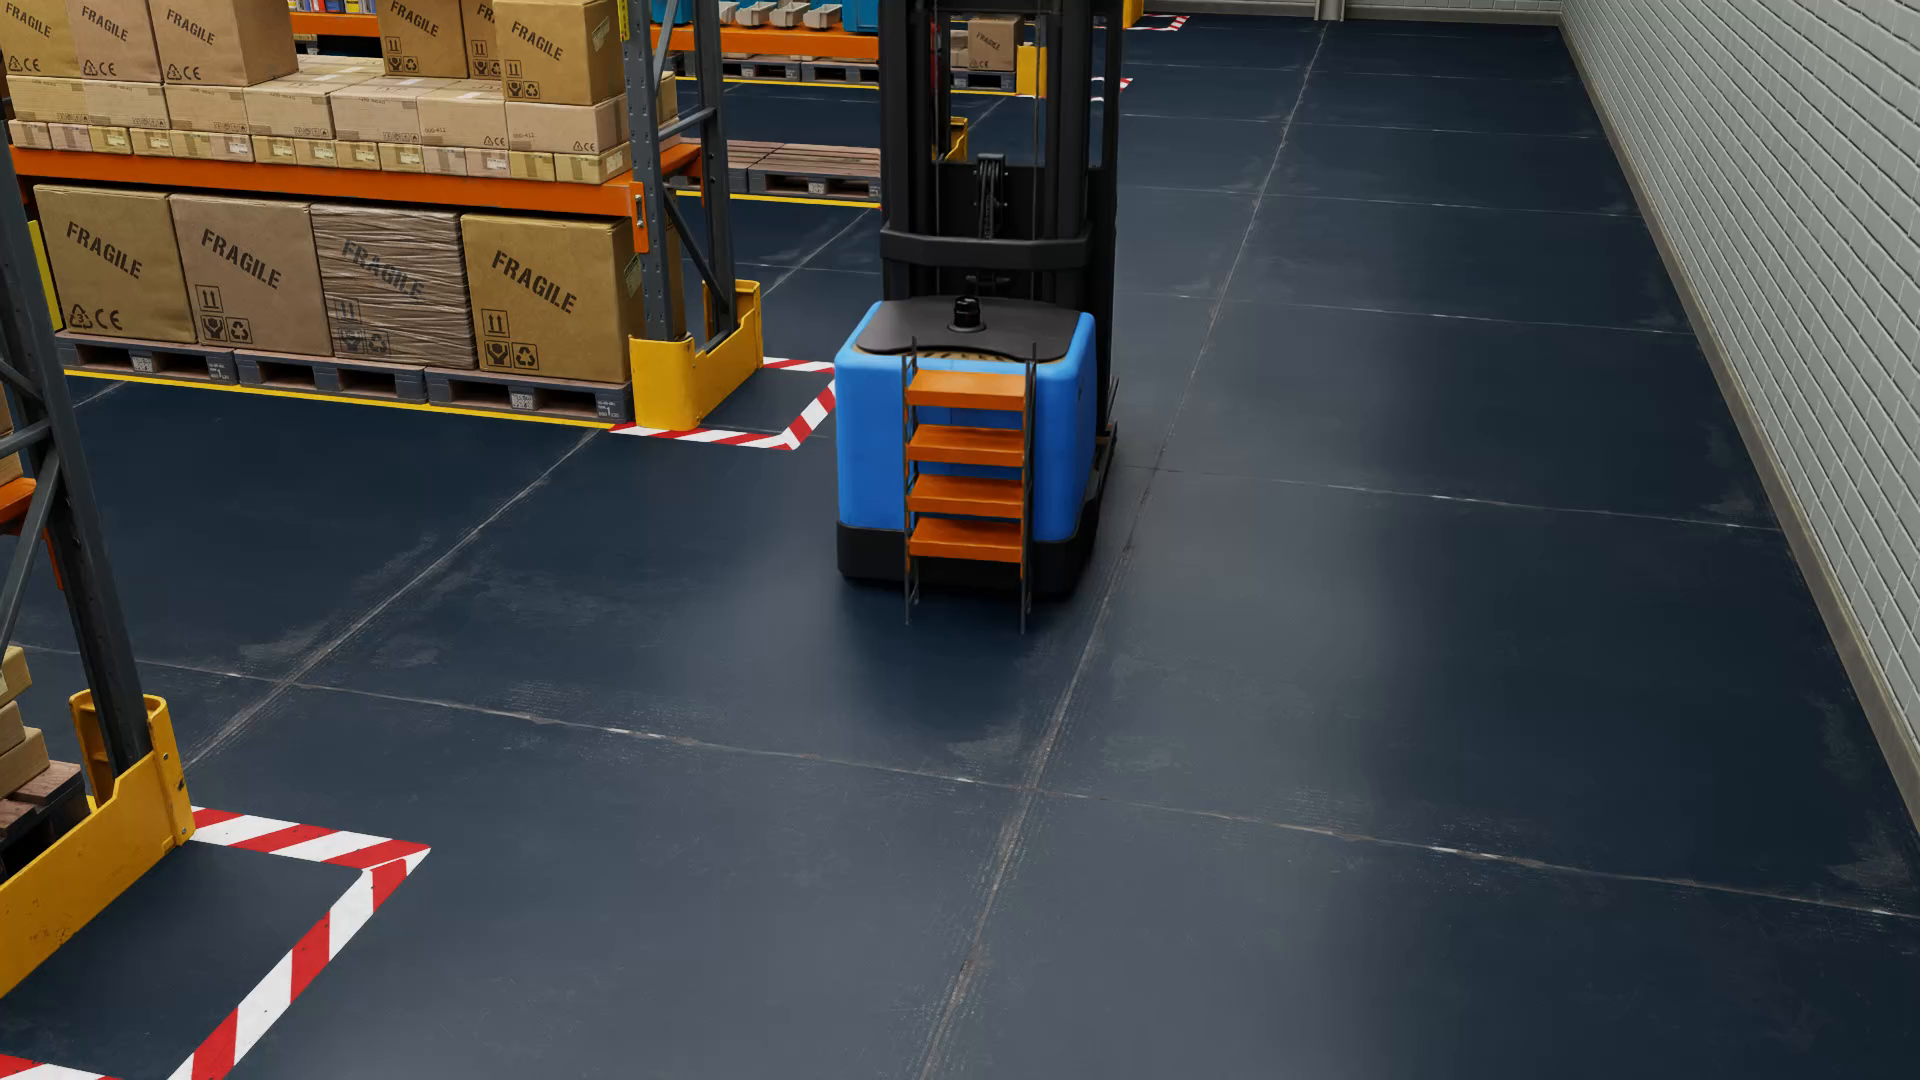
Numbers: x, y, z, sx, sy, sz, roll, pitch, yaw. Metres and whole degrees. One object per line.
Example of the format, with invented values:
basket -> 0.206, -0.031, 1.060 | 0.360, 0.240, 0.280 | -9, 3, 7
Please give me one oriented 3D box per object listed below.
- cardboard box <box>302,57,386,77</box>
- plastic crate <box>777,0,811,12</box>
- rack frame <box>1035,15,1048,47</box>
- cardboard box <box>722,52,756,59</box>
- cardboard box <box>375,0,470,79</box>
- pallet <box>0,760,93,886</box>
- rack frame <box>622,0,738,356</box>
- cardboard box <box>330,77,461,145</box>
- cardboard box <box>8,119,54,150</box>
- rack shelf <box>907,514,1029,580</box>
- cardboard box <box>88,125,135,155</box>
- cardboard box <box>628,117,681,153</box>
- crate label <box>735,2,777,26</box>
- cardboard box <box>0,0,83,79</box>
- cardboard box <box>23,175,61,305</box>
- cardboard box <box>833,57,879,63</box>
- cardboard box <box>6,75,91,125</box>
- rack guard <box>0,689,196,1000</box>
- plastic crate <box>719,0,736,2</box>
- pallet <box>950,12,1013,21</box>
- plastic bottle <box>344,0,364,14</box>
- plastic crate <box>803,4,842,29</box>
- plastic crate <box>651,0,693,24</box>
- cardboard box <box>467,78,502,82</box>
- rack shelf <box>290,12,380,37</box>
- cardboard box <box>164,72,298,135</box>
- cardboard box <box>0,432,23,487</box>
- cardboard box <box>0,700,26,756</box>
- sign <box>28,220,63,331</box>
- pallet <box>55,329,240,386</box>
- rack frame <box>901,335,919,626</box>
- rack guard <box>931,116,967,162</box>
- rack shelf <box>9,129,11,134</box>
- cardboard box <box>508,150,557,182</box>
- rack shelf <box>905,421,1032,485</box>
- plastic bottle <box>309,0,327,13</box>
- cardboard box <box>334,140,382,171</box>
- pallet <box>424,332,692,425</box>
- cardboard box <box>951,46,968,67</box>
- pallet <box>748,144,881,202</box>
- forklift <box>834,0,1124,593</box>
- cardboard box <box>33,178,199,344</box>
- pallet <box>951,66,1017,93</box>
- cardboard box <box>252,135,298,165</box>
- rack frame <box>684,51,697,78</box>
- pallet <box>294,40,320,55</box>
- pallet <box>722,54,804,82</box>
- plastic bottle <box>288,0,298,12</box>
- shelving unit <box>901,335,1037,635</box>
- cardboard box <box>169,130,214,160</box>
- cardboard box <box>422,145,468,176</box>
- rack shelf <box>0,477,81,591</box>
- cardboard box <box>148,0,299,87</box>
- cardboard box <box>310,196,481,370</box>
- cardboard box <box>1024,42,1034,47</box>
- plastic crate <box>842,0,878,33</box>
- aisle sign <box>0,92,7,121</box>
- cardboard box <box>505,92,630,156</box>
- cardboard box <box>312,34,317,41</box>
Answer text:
cardboard box -> -3.390, -2.591, 9.531 | 0.500, 0.250, 0.500 | 6, 26, 12
plastic crate -> -1.365, -4.474, 13.894 | 0.298, 0.136, 0.250 | 6, 26, 13
rack frame -> 0.976, -6.322, 17.540 | 0.127, 3.000, 1.000 | 6, 26, 13
cardboard box -> -2.545, -5.600, 18.639 | 0.500, 0.311, 0.500 | 6, 26, 13
cardboard box -> -2.880, -2.874, 9.253 | 0.500, 0.500, 0.500 | 6, 26, 12
pallet -> -3.680, 1.005, 5.394 | 1.213, 0.211, 1.003 | 6, 26, 13
rack frame -> -1.495, -2.199, 8.878 | 0.127, 3.000, 1.000 | 6, 26, 13
cardboard box -> -3.014, -2.315, 8.952 | 0.500, 0.250, 0.500 | 5, 26, 11
cardboard box -> -5.165, -2.343, 9.475 | 0.250, 0.149, 0.380 | 6, 26, 13
rack shelf -> 0.039, 0.026, 6.917 | 0.480, 0.148, 0.258 | 4, 26, 8
cardboard box -> -4.655, -2.287, 9.357 | 0.250, 0.149, 0.380 | 7, 26, 15
cardboard box -> -1.756, -2.261, 9.301 | 0.250, 0.149, 0.380 | 7, 26, 14
crate label -> -1.649, -4.237, 13.397 | 0.243, 0.136, 0.396 | 6, 26, 13
cardboard box -> -4.969, -2.874, 9.254 | 0.500, 0.500, 0.500 | 6, 26, 13
cardboard box -> -5.994, -1.917, 10.271 | 0.875, 0.875, 1.225 | 6, 26, 13
cardboard box -> -1.077, -5.623, 18.464 | 0.637, 0.503, 0.797 | 6, 26, 13
cardboard box -> -4.979, -2.534, 9.412 | 0.500, 0.250, 0.500 | 6, 26, 12
rack guard -> -2.902, 0.976, 5.118 | 0.348, 0.500, 1.175 | 6, 26, 13
plastic crate -> -1.984, -4.549, 13.940 | 0.300, 0.233, 0.416 | 6, 26, 13
pallet -> 0.234, -7.310, 22.860 | 1.213, 0.211, 1.003 | 6, 26, 13
plastic bottle -> -5.107, -4.629, 14.040 | 0.185, 0.351, 0.144 | 6, 26, 13
plastic crate -> -1.096, -4.181, 13.278 | 0.243, 0.136, 0.396 | 6, 26, 13
plastic crate -> -2.314, -4.325, 13.470 | 0.300, 0.233, 0.416 | 6, 26, 13
cardboard box -> -2.398, -2.482, 9.302 | 0.500, 0.250, 0.500 | 6, 26, 12
rack shelf -> -6.072, -4.578, 14.713 | 4.000, 0.370, 1.077 | 6, 26, 13
cardboard box -> -3.995, -2.426, 9.184 | 0.500, 0.250, 0.500 | 7, 26, 14
cardboard box -> -3.060, -0.202, 4.977 | 0.250, 0.149, 0.380 | 6, 26, 13
cardboard box -> -3.271, 0.656, 5.365 | 0.250, 0.149, 0.380 | 7, 26, 15
sign -> -2.693, -0.761, 4.852 | 0.005, 0.325, 0.100 | 6, 26, 13
pallet -> -4.652, -1.254, 10.138 | 1.213, 0.211, 1.003 | 6, 26, 13
rack frame -> -0.202, -0.230, 6.838 | 0.015, 1.200, 0.240 | 4, 26, 8
rack guard -> -0.235, -3.135, 13.753 | 0.348, 0.500, 1.175 | 6, 26, 13
rack shelf -> -7.306, -2.516, 10.382 | 4.000, 0.370, 1.077 | 6, 26, 13
cardboard box -> -2.174, -2.013, 8.782 | 0.250, 0.149, 0.380 | 7, 26, 14
rack shelf -> 0.039, -0.355, 6.736 | 0.480, 0.148, 0.258 | 4, 26, 8
plastic bottle -> -5.440, -4.634, 14.137 | 0.135, 0.276, 0.152 | 6, 26, 13
cardboard box -> -3.163, -2.122, 9.011 | 0.250, 0.149, 0.380 | 6, 26, 13
pallet -> -2.289, -0.993, 9.589 | 1.213, 0.211, 1.003 | 6, 26, 13
cardboard box -> 0.018, -5.278, 18.131 | 0.250, 0.166, 0.380 | 6, 26, 13
pallet -> -1.050, -3.106, 14.028 | 1.213, 0.211, 1.003 | 6, 26, 13
forklift -> 0.218, -1.706, 7.923 | 1.130, 2.935, 3.031 | 4, 26, 9
cardboard box -> -4.750, -1.753, 9.926 | 0.875, 0.875, 0.875 | 6, 26, 13
pallet -> 0.130, -5.156, 18.335 | 1.213, 0.211, 1.003 | 6, 26, 13
cardboard box -> -3.655, -2.177, 9.125 | 0.250, 0.149, 0.380 | 6, 26, 11
rack frame -> -2.898, -6.751, 18.440 | 0.127, 3.000, 1.000 | 6, 26, 13
pallet -> -7.559, -6.024, 20.158 | 1.213, 0.211, 1.003 | 6, 26, 13
pallet -> -2.233, -5.417, 18.884 | 1.213, 0.211, 1.003 | 6, 26, 13
plastic bottle -> -5.689, -4.615, 14.186 | 0.097, 0.201, 0.097 | 0, 25, 0
shelving unit -> 0.039, -0.214, 6.803 | 0.503, 1.200, 0.258 | 4, 26, 8
cardboard box -> -4.153, -2.232, 9.242 | 0.250, 0.149, 0.380 | 6, 26, 12
cardboard box -> -2.659, -2.068, 8.896 | 0.250, 0.149, 0.380 | 7, 26, 14
rack shelf -> -4.765, -0.034, 5.168 | 4.000, 0.370, 1.077 | 6, 26, 13
cardboard box -> -3.989, -2.765, 9.023 | 0.500, 0.500, 0.500 | 5, 26, 11
cardboard box -> -3.016, -1.561, 9.524 | 0.875, 0.875, 0.875 | 6, 26, 13
cardboard box -> 0.656, -5.422, 18.453 | 0.250, 0.149, 0.380 | 6, 26, 13
plastic crate -> -0.632, -4.262, 13.101 | 0.499, 0.435, 0.616 | 6, 26, 13
aisle sign -> -2.683, -1.435, 4.251 | 0.004, 0.787, 0.394 | 6, 26, 13
cardboard box -> -2.030, -2.207, 8.724 | 0.500, 0.250, 0.500 | 6, 26, 12
cardboard box -> -7.342, -6.082, 19.745 | 0.500, 0.250, 0.500 | 7, 26, 14
